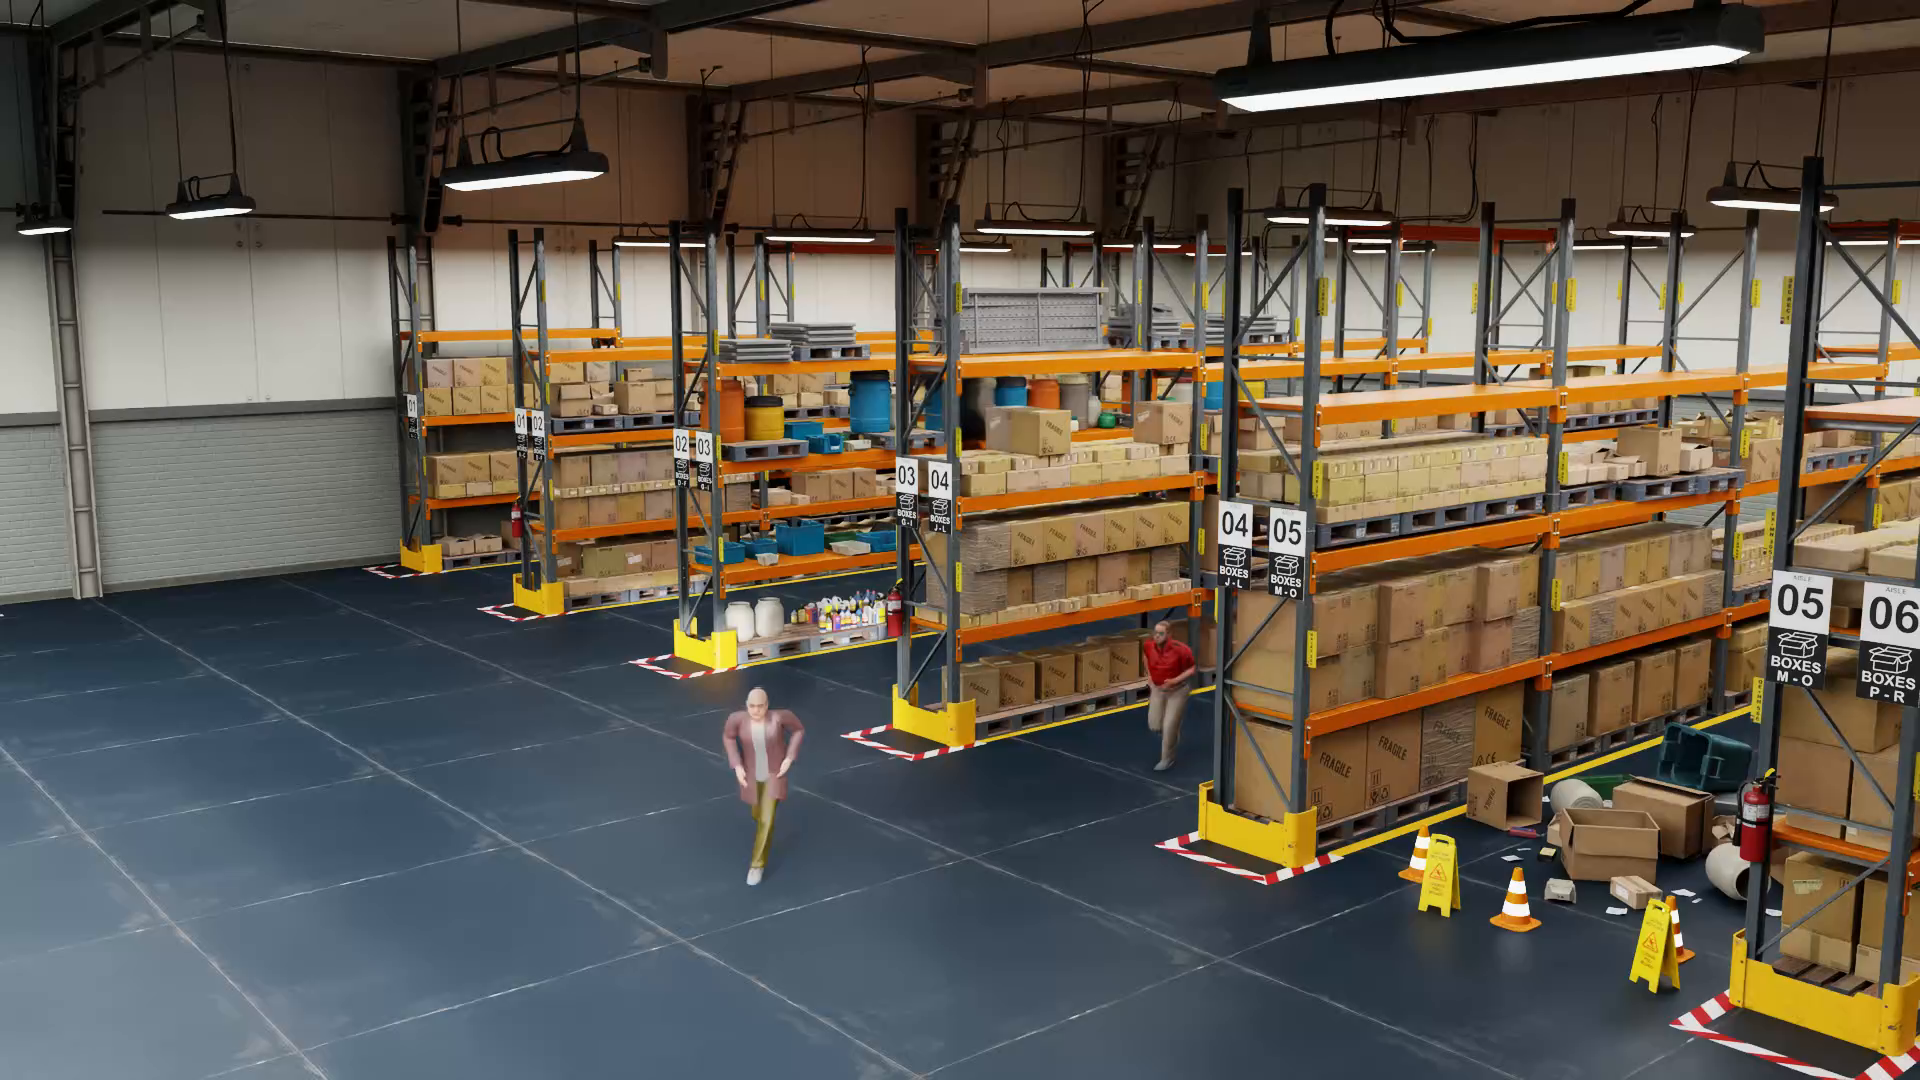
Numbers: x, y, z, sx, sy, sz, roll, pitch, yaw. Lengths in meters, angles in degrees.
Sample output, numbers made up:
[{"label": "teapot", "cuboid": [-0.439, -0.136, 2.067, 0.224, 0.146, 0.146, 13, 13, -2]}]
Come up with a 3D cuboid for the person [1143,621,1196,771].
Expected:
[{"label": "person", "cuboid": [2.237, 1.649, 17.818, 0.655, 1.660, 0.763, 5, 10, 28]}]

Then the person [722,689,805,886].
[{"label": "person", "cuboid": [-1.733, 2.090, 14.785, 0.730, 1.737, 1.026, 0, 9, -3]}]
